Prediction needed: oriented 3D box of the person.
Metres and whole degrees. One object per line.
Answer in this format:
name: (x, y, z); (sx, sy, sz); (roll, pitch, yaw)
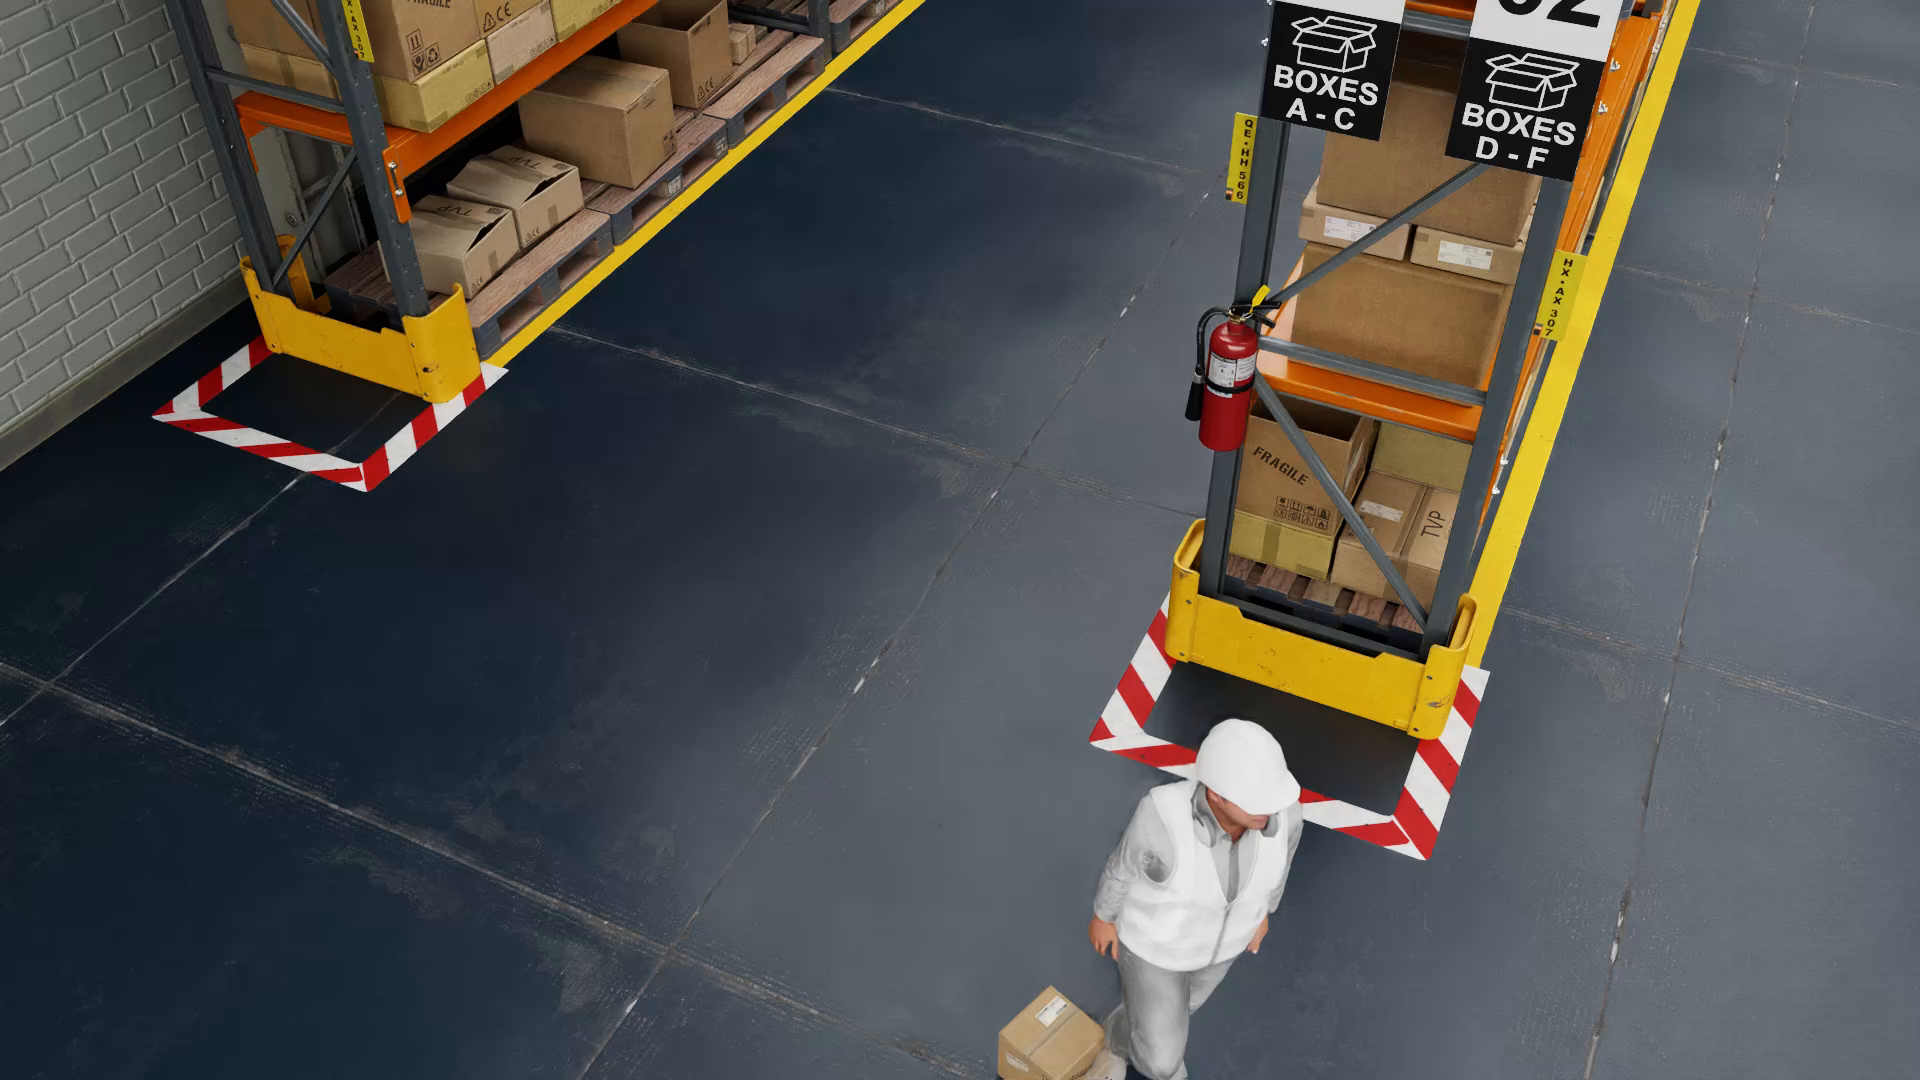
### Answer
person: (0.672, 1.113, 4.866); (0.546, 1.756, 0.493); (-14, 44, -15)
